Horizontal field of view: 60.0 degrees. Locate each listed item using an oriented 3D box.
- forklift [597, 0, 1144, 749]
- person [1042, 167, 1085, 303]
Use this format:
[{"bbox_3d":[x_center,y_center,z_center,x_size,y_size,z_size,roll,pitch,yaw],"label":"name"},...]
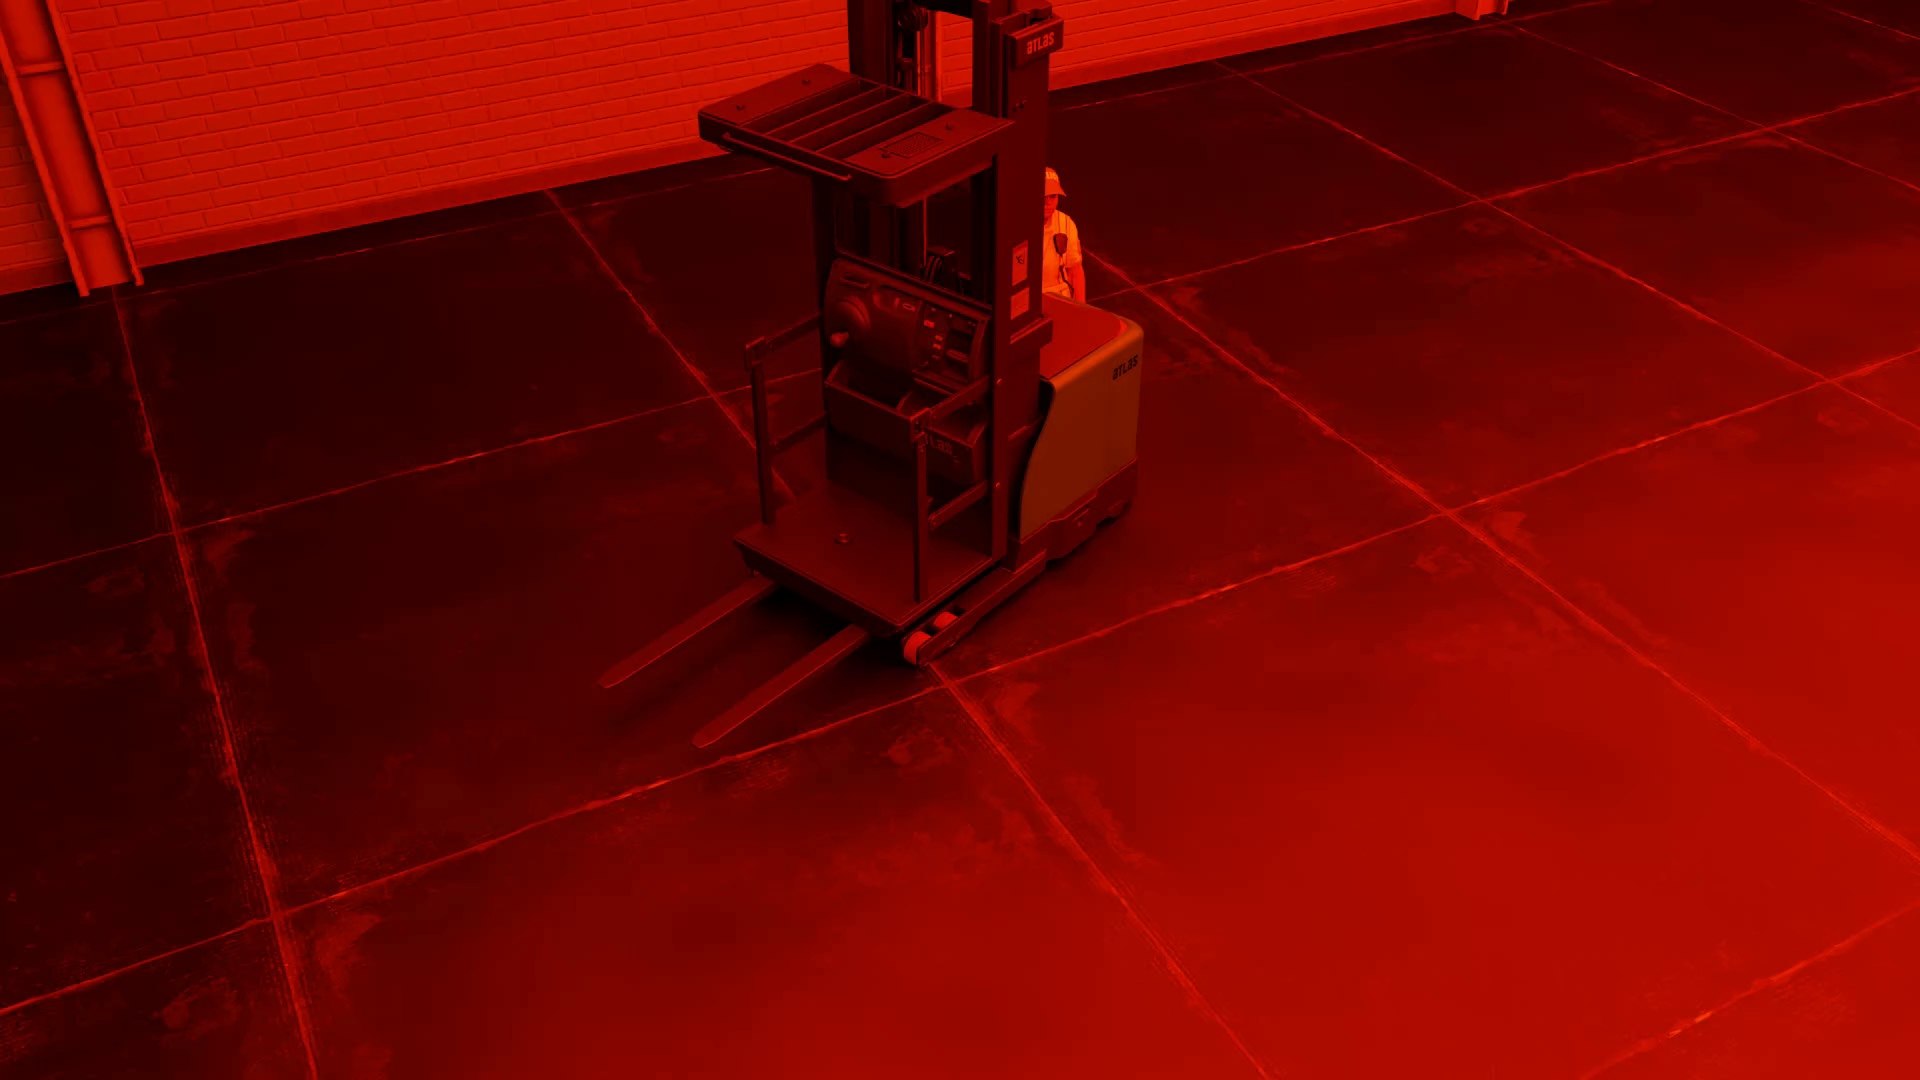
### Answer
[{"bbox_3d":[-0.390,-0.927,7.434,1.130,2.935,3.031,26,43,31],"label":"forklift"},{"bbox_3d":[0.379,-1.134,8.810,0.599,1.669,0.529,-4,35,-6],"label":"person"}]
